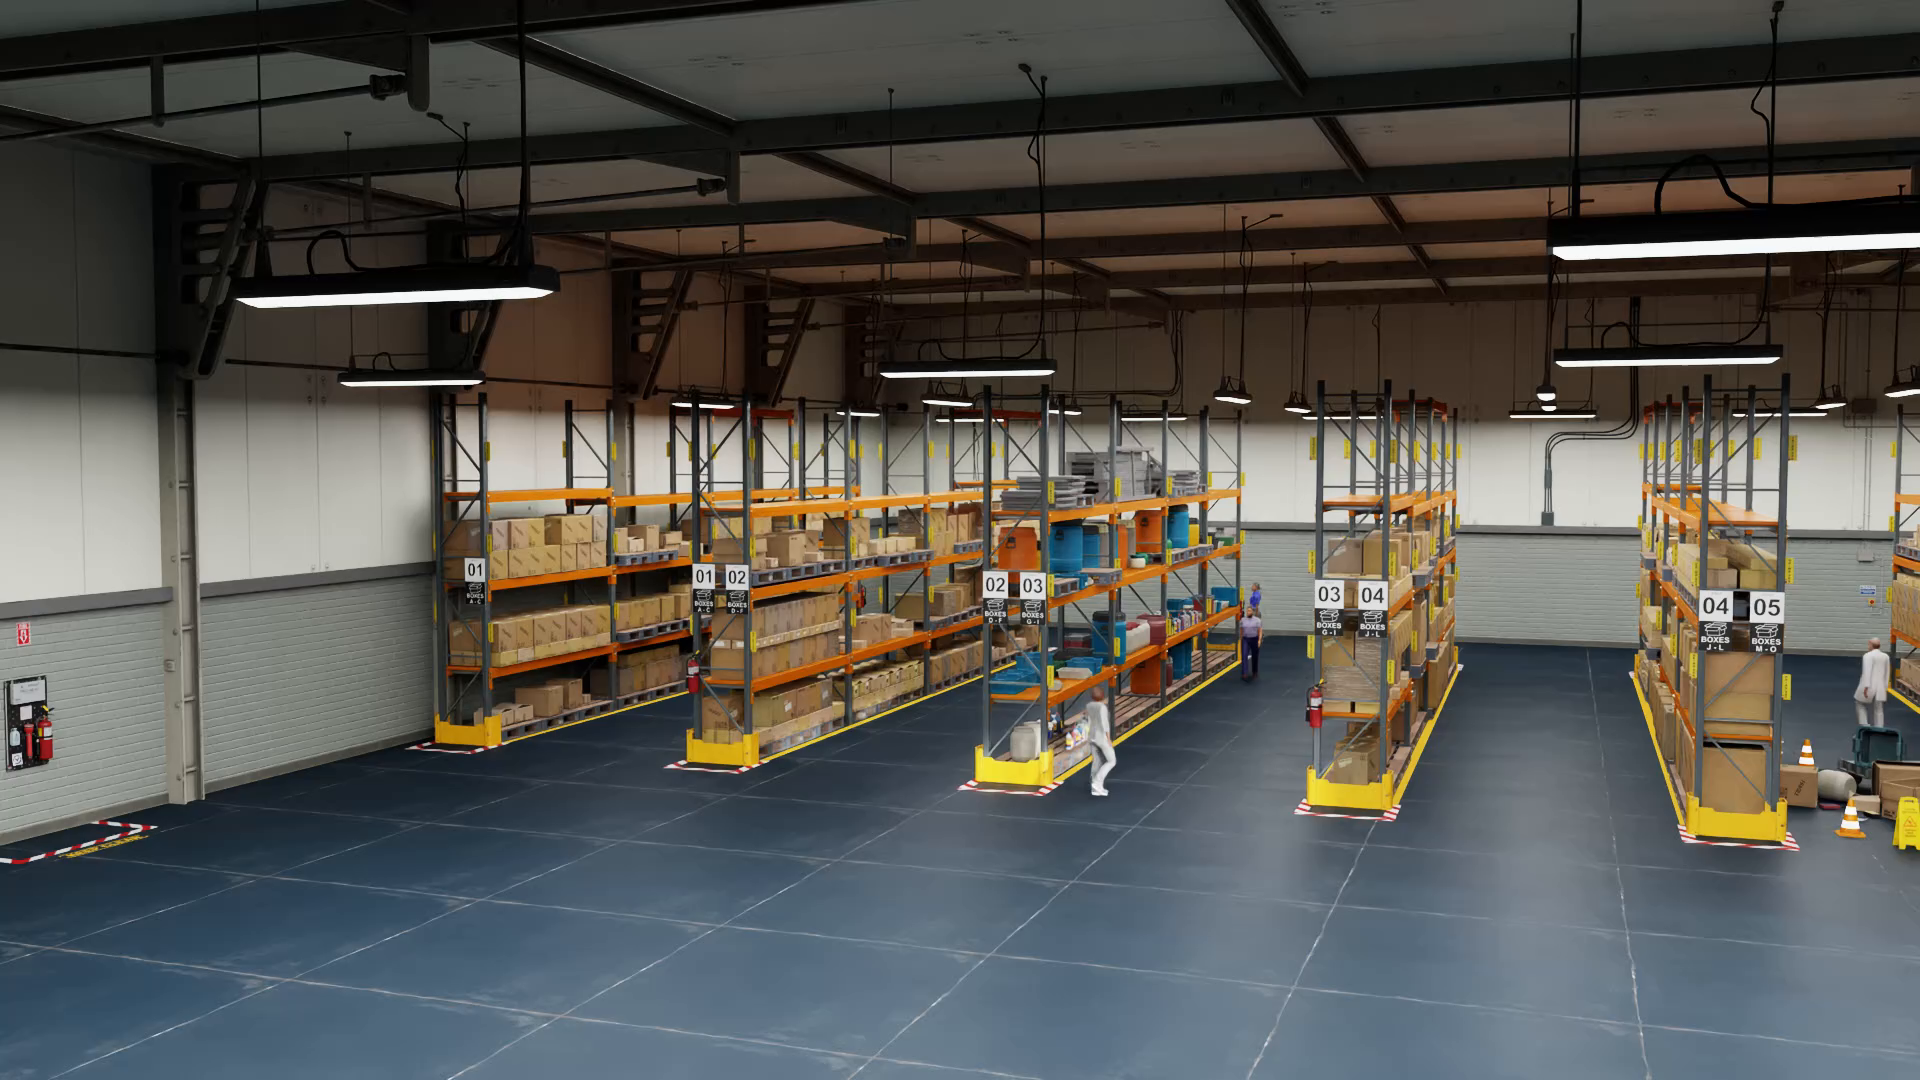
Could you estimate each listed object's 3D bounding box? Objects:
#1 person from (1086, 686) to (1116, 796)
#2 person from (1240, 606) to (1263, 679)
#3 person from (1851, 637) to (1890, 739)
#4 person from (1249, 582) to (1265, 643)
[{"bbox_3d":[2.016,2.924,24.167,0.415,1.594,0.532,-2,4,-31],"label":"person"},{"bbox_3d":[6.376,2.242,36.448,0.502,1.591,0.985,1,3,14],"label":"person"},{"bbox_3d":[15.830,2.599,28.752,0.573,1.814,0.595,0,3,7],"label":"person"},{"bbox_3d":[7.557,1.899,42.434,0.473,1.647,0.479,0,3,9],"label":"person"}]
